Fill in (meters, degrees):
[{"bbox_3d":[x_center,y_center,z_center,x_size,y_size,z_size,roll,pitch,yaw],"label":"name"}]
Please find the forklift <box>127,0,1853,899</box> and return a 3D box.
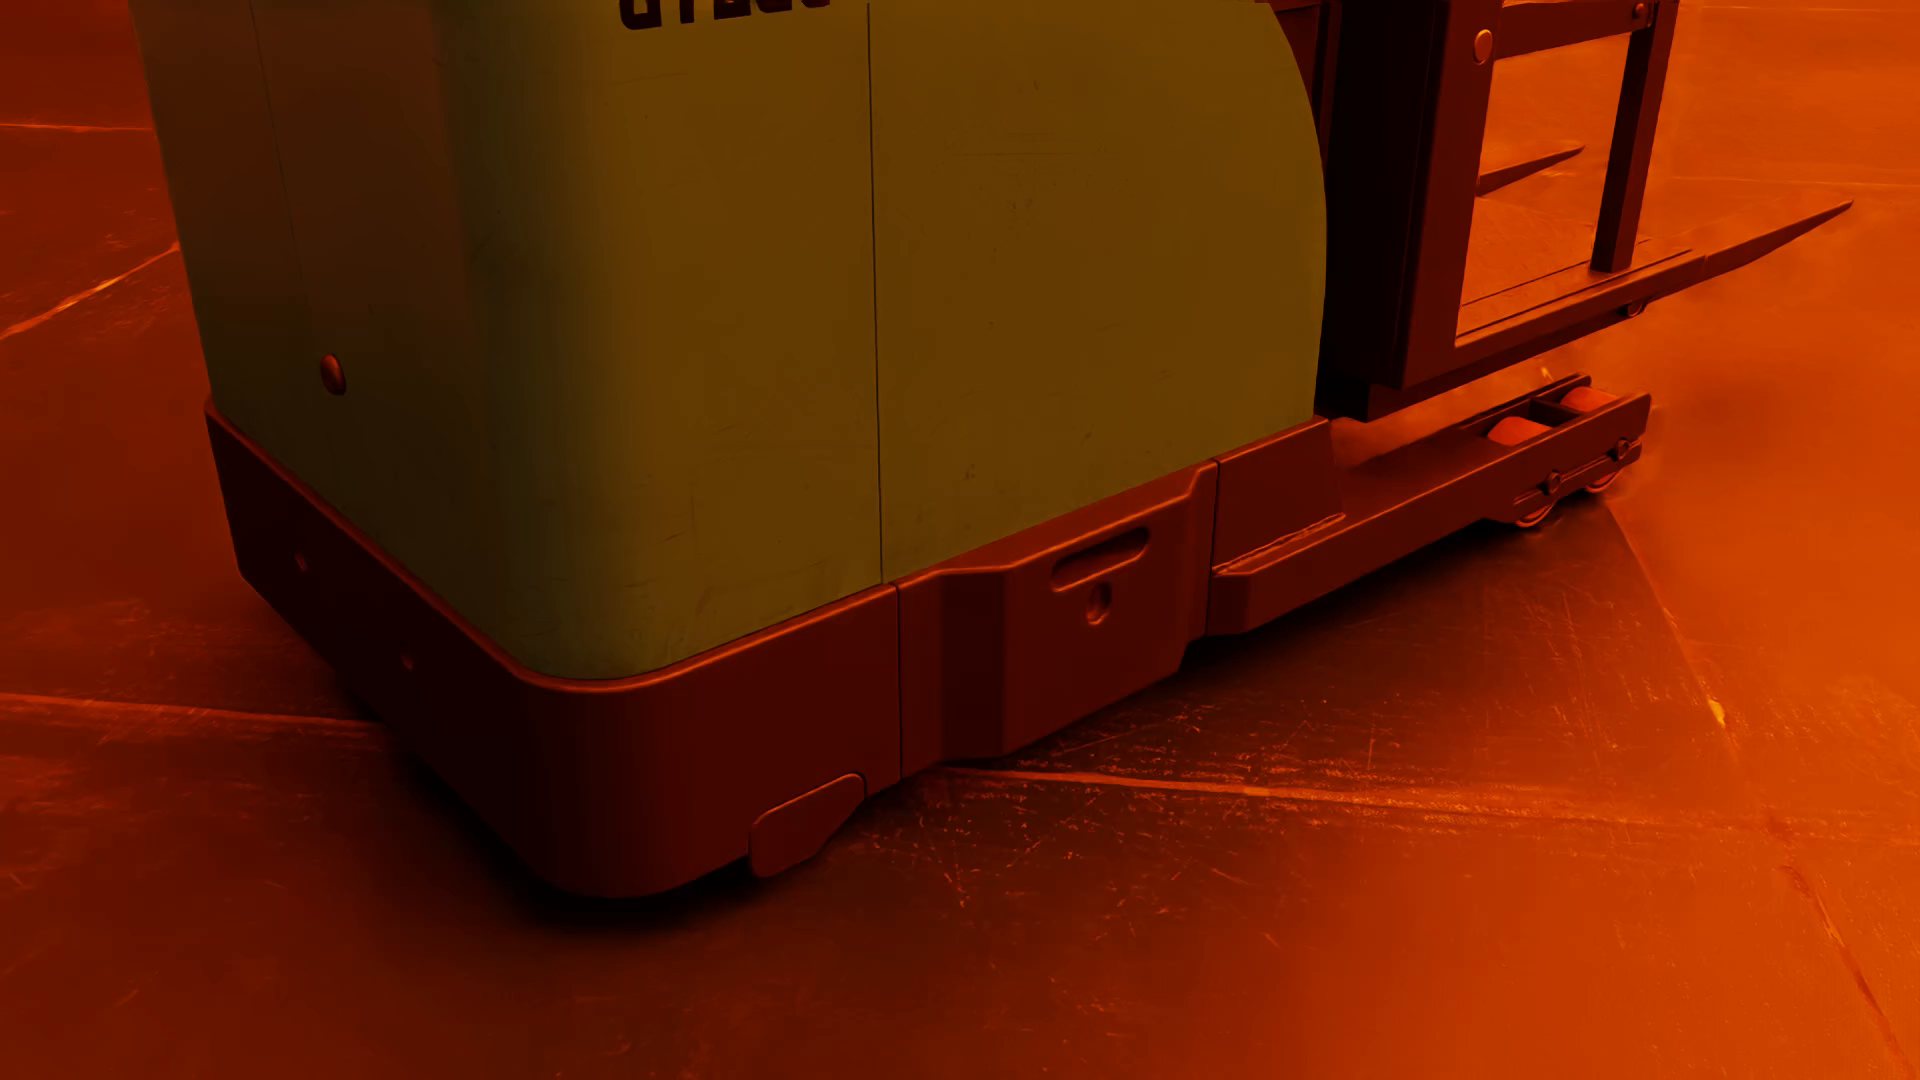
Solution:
[{"bbox_3d":[0.462,-1.491,2.205,3.031,2.935,1.130,-21,33,-35],"label":"forklift"}]
